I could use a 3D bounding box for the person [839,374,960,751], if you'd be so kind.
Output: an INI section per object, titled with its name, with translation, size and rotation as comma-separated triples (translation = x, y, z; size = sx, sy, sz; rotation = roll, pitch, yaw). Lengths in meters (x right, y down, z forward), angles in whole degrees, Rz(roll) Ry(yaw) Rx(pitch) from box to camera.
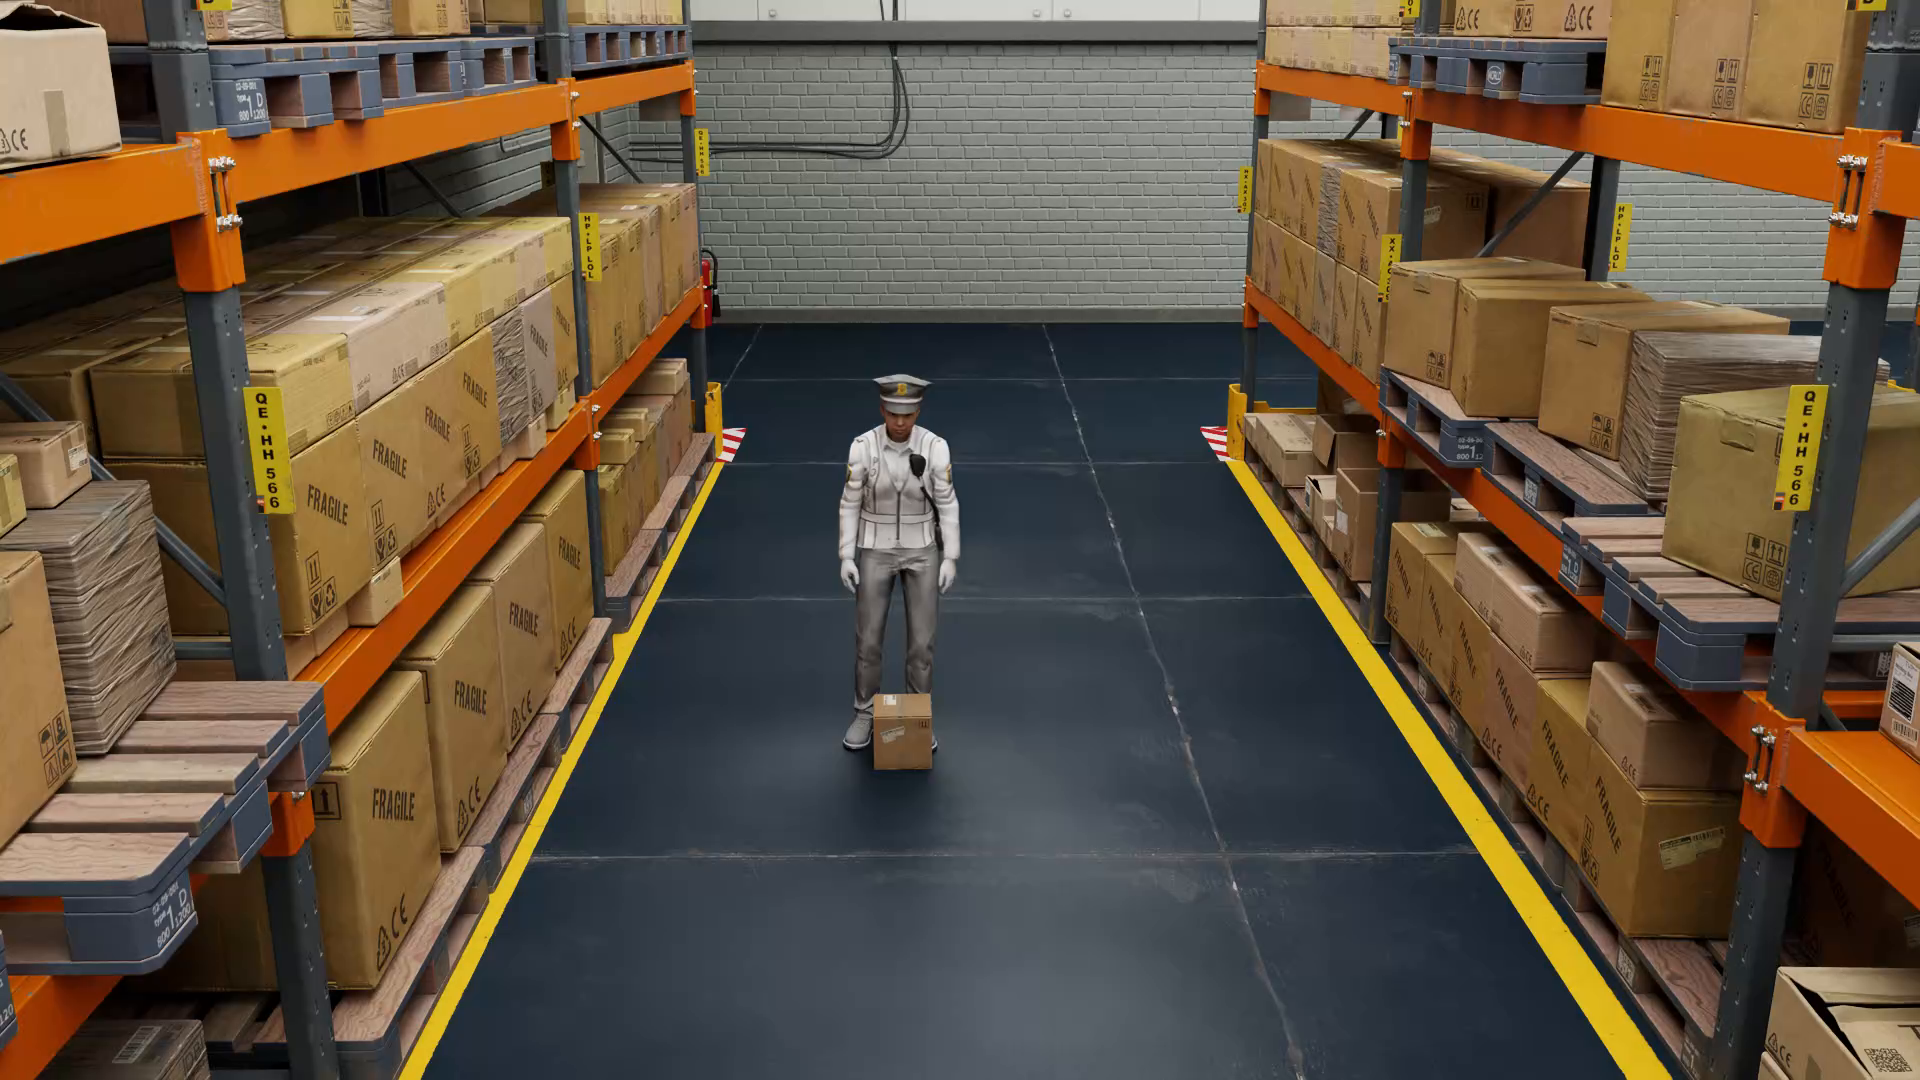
[person]
translation = -0.264, 0.093, 7.241
size = 0.528, 1.664, 0.403
rotation = 0, 17, -1
